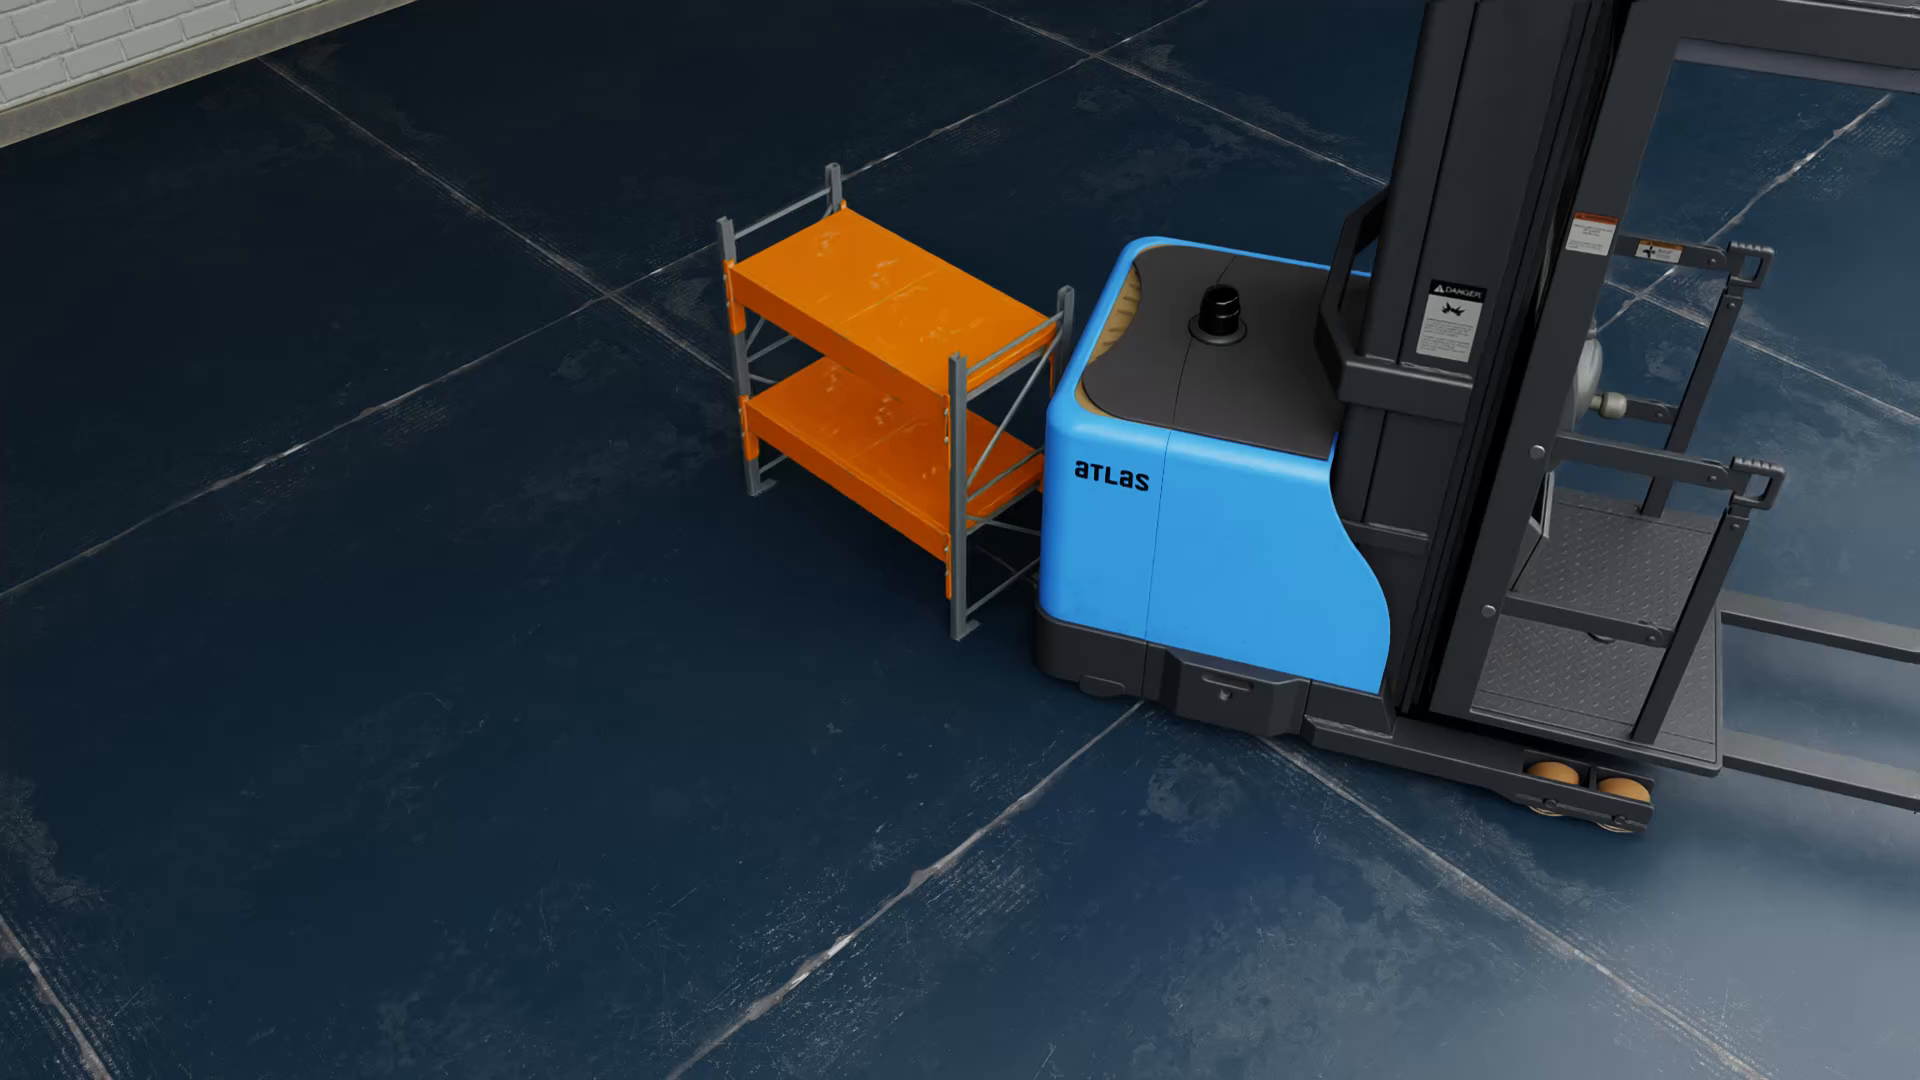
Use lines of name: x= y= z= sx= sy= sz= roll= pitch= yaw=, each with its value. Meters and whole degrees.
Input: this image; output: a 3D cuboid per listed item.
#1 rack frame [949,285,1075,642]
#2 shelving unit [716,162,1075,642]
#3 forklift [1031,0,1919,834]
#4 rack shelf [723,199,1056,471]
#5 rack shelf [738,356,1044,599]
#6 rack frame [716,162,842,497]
rack frame: x=0.153 y=-0.211 z=5.150 sx=0.032 sy=1.125 sz=0.500 roll=34 pitch=52 yaw=31
shelving unit: x=-0.211 y=-0.452 z=5.411 sx=1.048 sy=1.125 sz=0.538 roll=34 pitch=52 yaw=31
forklift: x=1.800 y=-0.634 z=4.276 sx=3.031 sy=2.935 sz=1.130 roll=13 pitch=44 yaw=13
rack shelf: x=-0.211 y=-0.667 z=5.212 sx=1.000 sy=0.278 sz=0.538 roll=34 pitch=52 yaw=31
rack shelf: x=-0.211 y=-0.273 z=5.577 sx=1.000 sy=0.278 sz=0.538 roll=34 pitch=52 yaw=31
rack frame: x=-0.574 y=-0.693 z=5.672 sx=0.032 sy=1.125 sz=0.500 roll=34 pitch=52 yaw=31
